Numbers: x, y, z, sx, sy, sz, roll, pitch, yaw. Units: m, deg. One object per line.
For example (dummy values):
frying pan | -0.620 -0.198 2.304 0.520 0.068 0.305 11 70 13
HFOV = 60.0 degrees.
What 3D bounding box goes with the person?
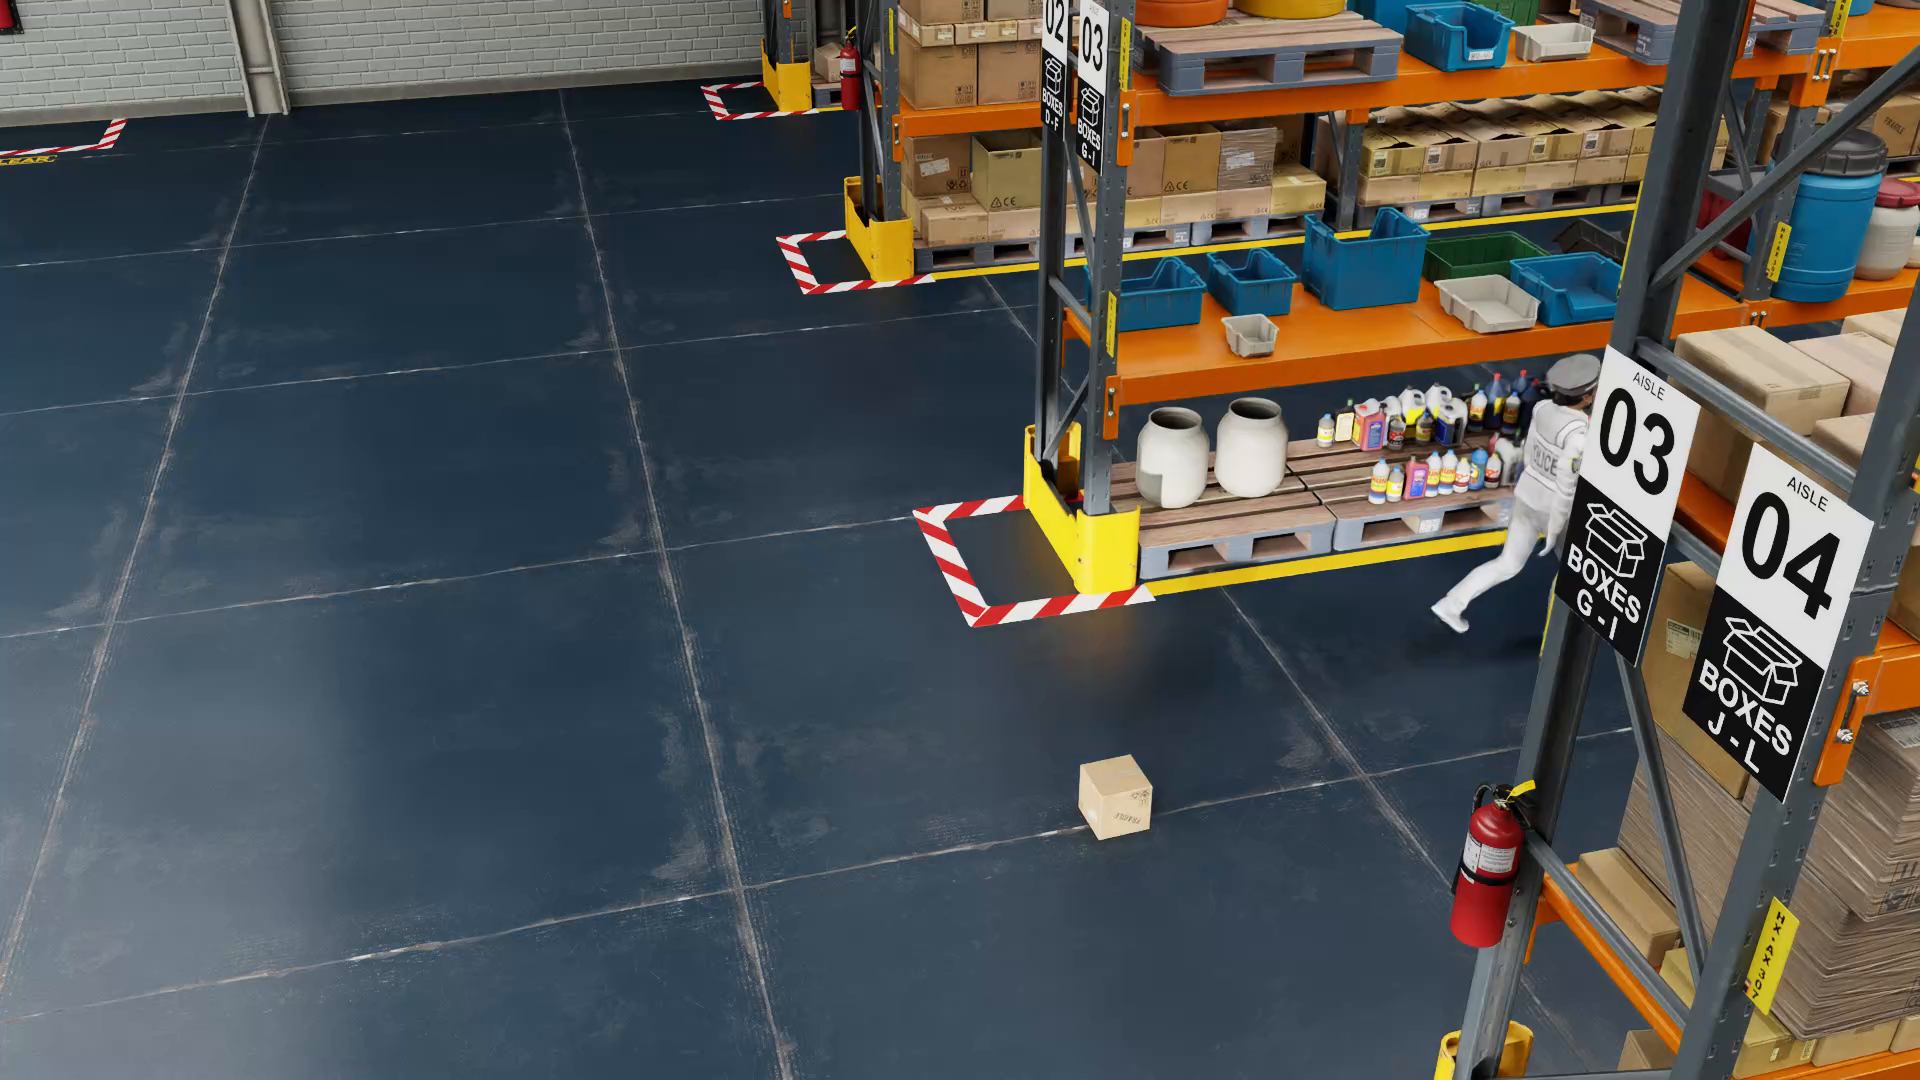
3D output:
person | 2.946 -0.182 8.508 0.918 1.641 0.487 -10 32 -16
